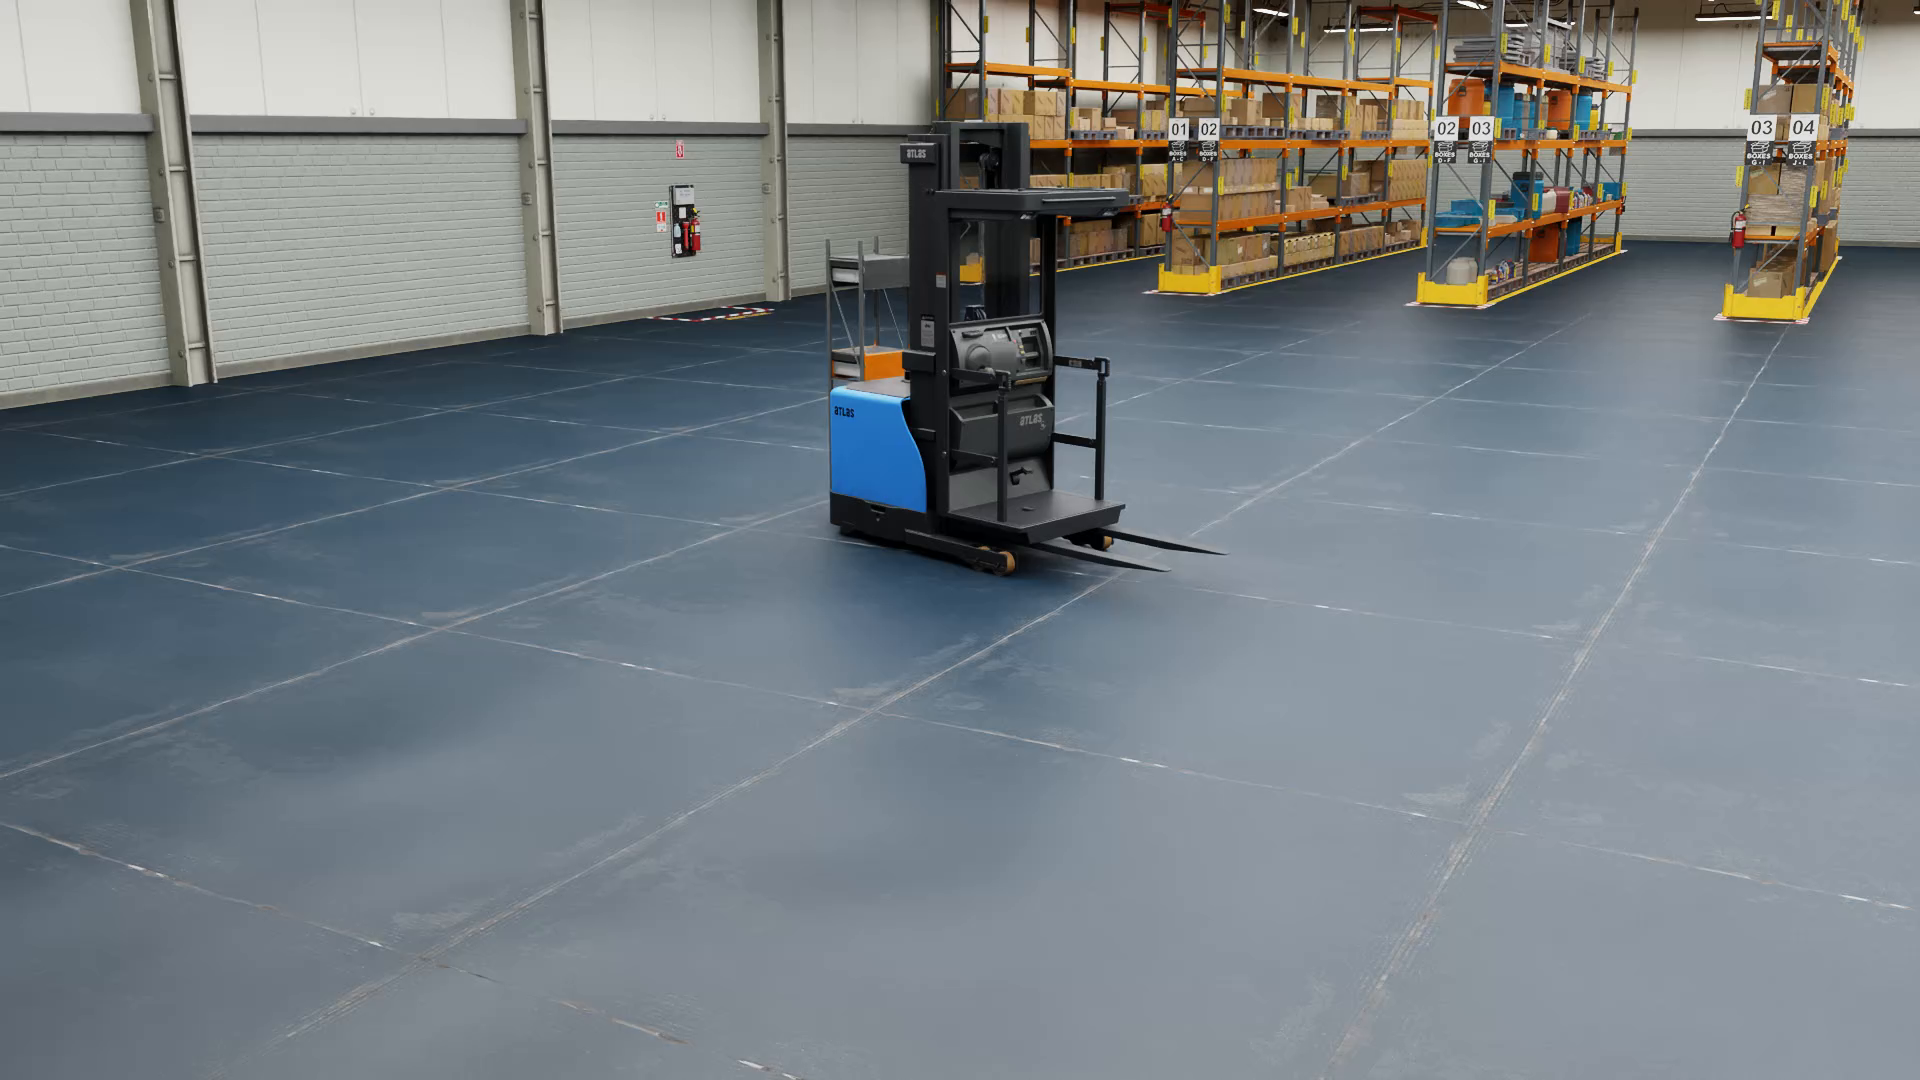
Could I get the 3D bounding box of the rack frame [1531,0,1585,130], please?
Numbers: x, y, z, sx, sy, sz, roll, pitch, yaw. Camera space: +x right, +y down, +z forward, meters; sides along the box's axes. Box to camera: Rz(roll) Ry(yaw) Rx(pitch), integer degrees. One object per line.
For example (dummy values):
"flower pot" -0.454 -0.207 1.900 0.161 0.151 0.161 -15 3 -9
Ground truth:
"rack frame" 12.582 -10.201 35.147 1.000 3.000 0.127 7 15 28

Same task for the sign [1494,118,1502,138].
"sign" 9.194 -7.043 28.427 0.100 0.325 0.005 7 15 28

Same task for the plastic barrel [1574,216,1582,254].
"plastic barrel" 14.237 -7.180 38.996 0.600 0.901 0.708 7 15 28

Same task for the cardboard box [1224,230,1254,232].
"cardboard box" 5.815 -6.198 34.715 0.500 0.500 0.500 7 15 28

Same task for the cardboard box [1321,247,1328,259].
"cardboard box" 7.960 -6.472 37.452 0.500 0.250 0.500 7 15 27

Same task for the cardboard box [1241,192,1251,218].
"cardboard box" 5.363 -6.666 33.072 0.700 0.500 0.500 8 16 30

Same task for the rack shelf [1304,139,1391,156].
"rack shelf" 9.214 -9.366 39.616 1.077 0.370 4.000 7 15 28

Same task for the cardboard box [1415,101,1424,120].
"cardboard box" 11.881 -11.374 44.064 0.700 0.500 0.500 7 15 28

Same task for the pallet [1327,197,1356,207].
"pallet" 8.514 -7.901 38.814 1.213 0.211 1.003 7 15 28

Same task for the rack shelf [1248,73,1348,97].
"rack shelf" 7.281 -9.809 35.907 1.077 0.370 4.000 7 15 28

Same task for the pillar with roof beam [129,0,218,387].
"pillar with roof beam" -5.310 -5.743 16.656 9.100 9.000 0.400 7 15 28

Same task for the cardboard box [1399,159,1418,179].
"cardboard box" 11.650 -9.690 43.479 0.500 0.500 0.500 8 16 30

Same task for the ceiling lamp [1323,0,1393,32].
"ceiling lamp" 11.285 -16.067 47.024 2.000 3.185 0.800 7 15 28

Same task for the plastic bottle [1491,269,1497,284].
"plastic bottle" 9.864 -4.868 30.707 0.097 0.271 0.097 0 14 0

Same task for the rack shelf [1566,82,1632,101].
"rack shelf" 15.482 -10.888 40.384 1.077 0.370 4.000 7 15 28

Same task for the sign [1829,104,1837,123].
"sign" 15.462 -7.553 29.458 0.100 0.325 0.005 7 15 28

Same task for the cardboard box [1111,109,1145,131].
"cardboard box" 4.089 -10.232 40.523 0.700 0.500 0.500 6 15 24

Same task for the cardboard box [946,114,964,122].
"cardboard box" 0.022 -8.397 33.807 0.500 0.500 0.500 9 16 32

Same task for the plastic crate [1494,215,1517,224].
"plastic crate" 10.085 -5.974 30.976 0.530 0.136 0.437 7 15 28

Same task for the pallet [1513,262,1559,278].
"pallet" 12.173 -5.775 35.536 1.003 0.211 1.213 7 15 28

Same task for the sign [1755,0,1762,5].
"sign" 12.574 -8.597 26.162 0.100 0.325 0.005 7 15 28

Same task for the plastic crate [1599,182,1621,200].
"plastic crate" 16.451 -8.883 42.274 0.616 0.435 0.499 7 15 28

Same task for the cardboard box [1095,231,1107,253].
"cardboard box" 3.041 -7.055 39.290 0.700 0.500 0.500 7 15 28

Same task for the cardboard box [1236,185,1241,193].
"cardboard box" 5.256 -6.837 32.398 0.380 0.149 0.250 7 15 26

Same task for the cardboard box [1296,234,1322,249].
"cardboard box" 7.718 -6.641 36.954 0.500 0.311 0.500 7 15 28

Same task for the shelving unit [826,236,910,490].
"shelving unit" -0.685 -1.238 12.690 0.503 2.100 0.431 -13 19 -43

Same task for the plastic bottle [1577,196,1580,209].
"plastic bottle" 13.938 -7.625 37.510 0.061 0.283 0.133 7 15 28

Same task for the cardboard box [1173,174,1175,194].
"cardboard box" 5.115 -8.997 42.060 0.500 0.500 0.500 8 16 30

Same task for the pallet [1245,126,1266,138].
"pallet" 5.333 -8.014 32.664 1.003 0.211 1.213 7 15 28

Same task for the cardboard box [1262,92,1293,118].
"cardboard box" 6.646 -9.102 34.813 0.500 0.500 0.500 8 15 29

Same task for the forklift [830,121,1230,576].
"forklift" 0.440 -1.322 11.262 1.130 2.935 3.031 -13 19 -43

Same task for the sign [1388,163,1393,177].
"sign" 10.669 -9.168 41.192 0.100 0.325 0.005 7 15 28

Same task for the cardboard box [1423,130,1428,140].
"cardboard box" 12.097 -10.738 44.094 0.500 0.250 0.500 7 15 28

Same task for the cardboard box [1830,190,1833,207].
"cardboard box" 17.883 -7.053 34.674 0.500 0.500 0.500 7 15 27

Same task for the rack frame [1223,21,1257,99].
"rack frame" 7.777 -12.965 46.611 1.000 3.000 0.127 7 15 28

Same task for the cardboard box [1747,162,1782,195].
"cardboard box" 13.100 -5.902 27.135 0.500 0.500 0.500 7 15 28

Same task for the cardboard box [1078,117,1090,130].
"cardboard box" 2.608 -9.435 37.664 0.500 0.311 0.500 8 16 30

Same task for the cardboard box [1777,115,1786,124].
"cardboard box" 13.140 -6.794 26.883 0.380 0.149 0.250 7 15 26

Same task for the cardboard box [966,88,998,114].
"cardboard box" 0.441 -8.820 33.429 0.500 0.500 0.500 6 15 24

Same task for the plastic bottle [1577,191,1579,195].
"plastic bottle" 14.231 -7.872 38.392 0.144 0.351 0.185 7 15 28

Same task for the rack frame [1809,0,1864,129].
"rack frame" 20.785 -11.281 39.628 1.000 3.000 0.127 7 15 28

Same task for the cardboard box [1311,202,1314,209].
"cardboard box" 7.680 -7.457 37.099 0.380 0.149 0.250 9 16 32

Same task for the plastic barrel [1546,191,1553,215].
"plastic barrel" 12.068 -7.017 34.503 0.421 0.512 0.421 0 14 0

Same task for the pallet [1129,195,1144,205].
"pallet" 3.658 -8.156 39.872 1.213 0.211 1.003 7 15 28

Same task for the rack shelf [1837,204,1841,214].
"rack shelf" 19.818 -7.605 38.713 1.077 0.370 4.000 7 15 28

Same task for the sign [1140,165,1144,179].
"sign" 4.389 -8.872 40.133 0.100 0.325 0.005 7 15 28

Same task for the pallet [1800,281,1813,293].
"pallet" 15.359 -4.707 31.109 1.003 0.211 1.213 7 15 28

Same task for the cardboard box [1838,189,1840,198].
"cardboard box" 20.043 -7.991 38.466 0.500 0.250 0.500 7 15 28

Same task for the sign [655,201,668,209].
"sign" -4.853 -5.447 27.021 0.001 0.109 0.331 7 15 28

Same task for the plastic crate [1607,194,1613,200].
"plastic crate" 16.213 -8.639 41.903 0.396 0.136 0.243 7 15 28

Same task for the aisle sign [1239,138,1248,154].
"aisle sign" 8.074 -11.293 46.930 0.394 0.787 0.004 7 15 28
